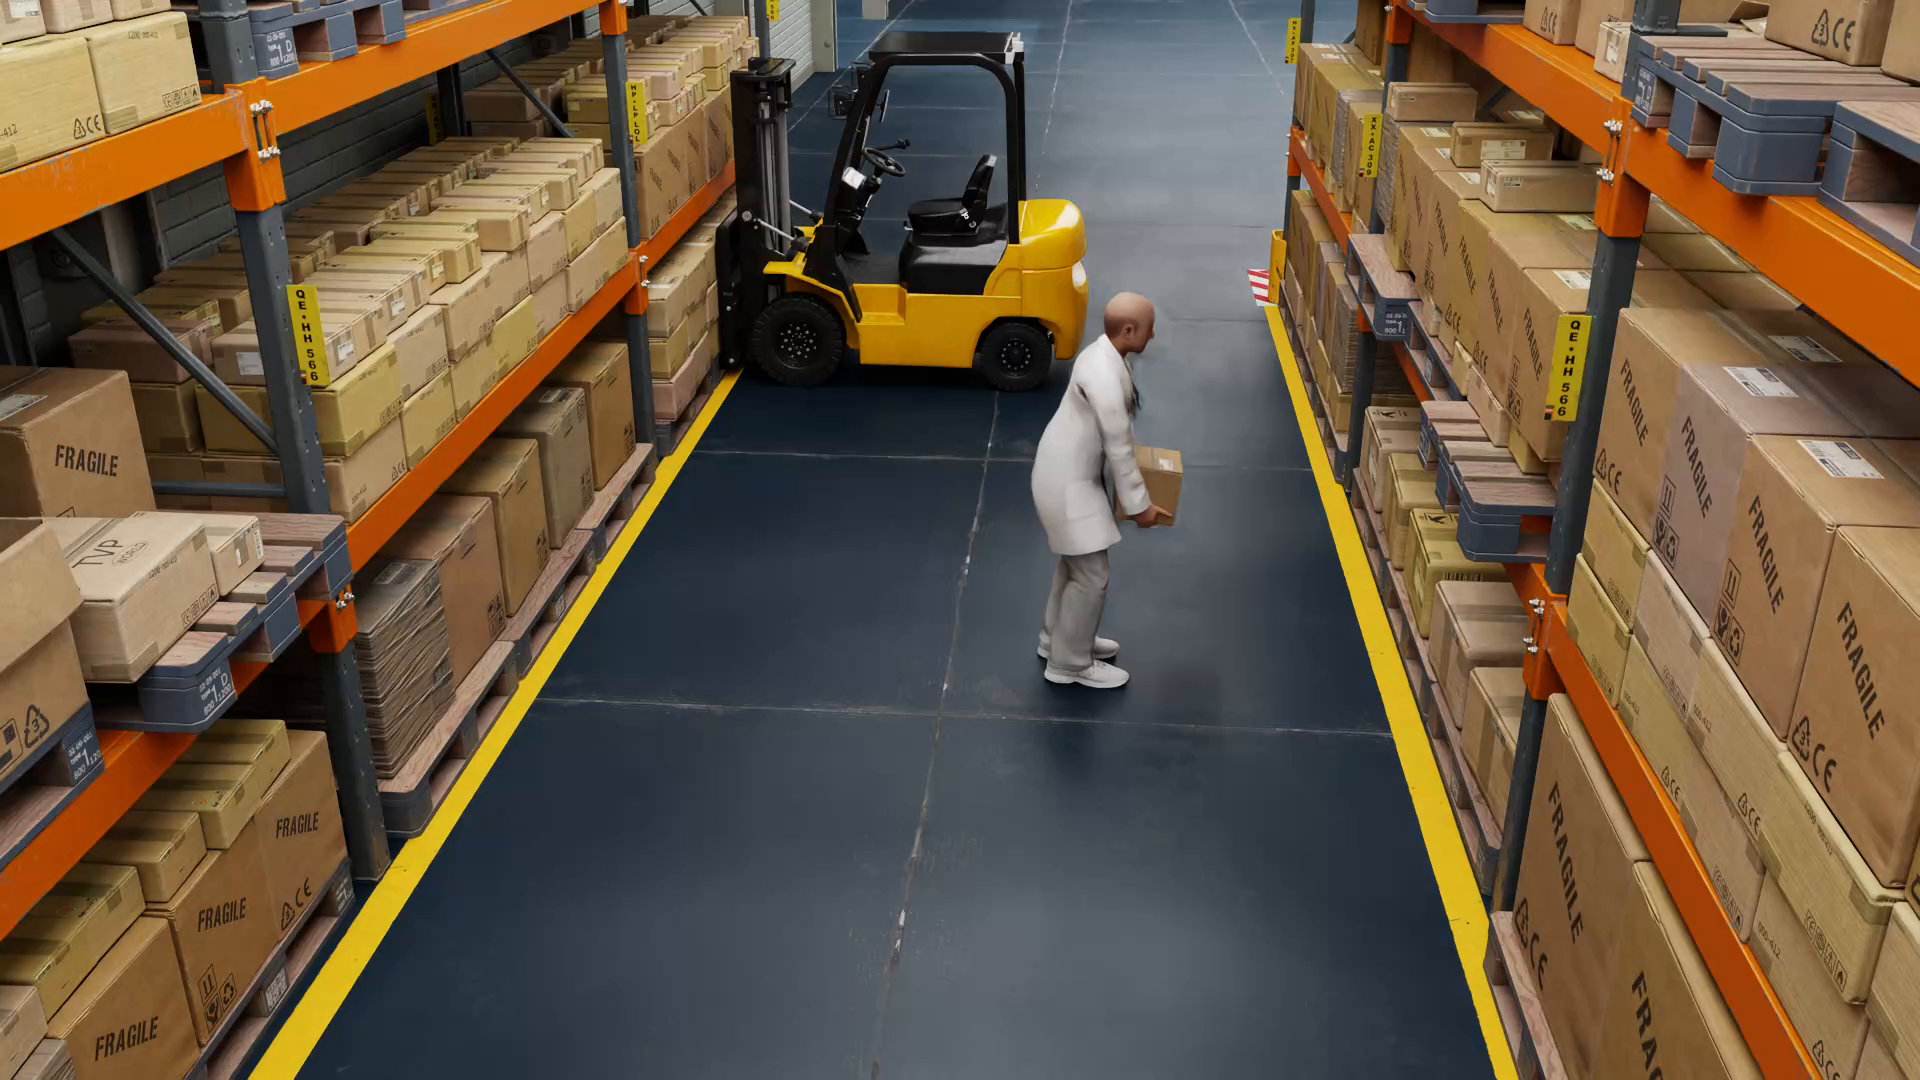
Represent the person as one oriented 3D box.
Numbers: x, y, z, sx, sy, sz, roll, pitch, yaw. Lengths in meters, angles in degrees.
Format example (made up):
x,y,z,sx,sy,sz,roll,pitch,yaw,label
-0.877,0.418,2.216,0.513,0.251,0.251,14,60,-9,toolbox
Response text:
x,y,z,sx,sy,sz,roll,pitch,yaw,label
0.605,-0.210,7.140,0.601,1.744,0.530,1,24,3,person
